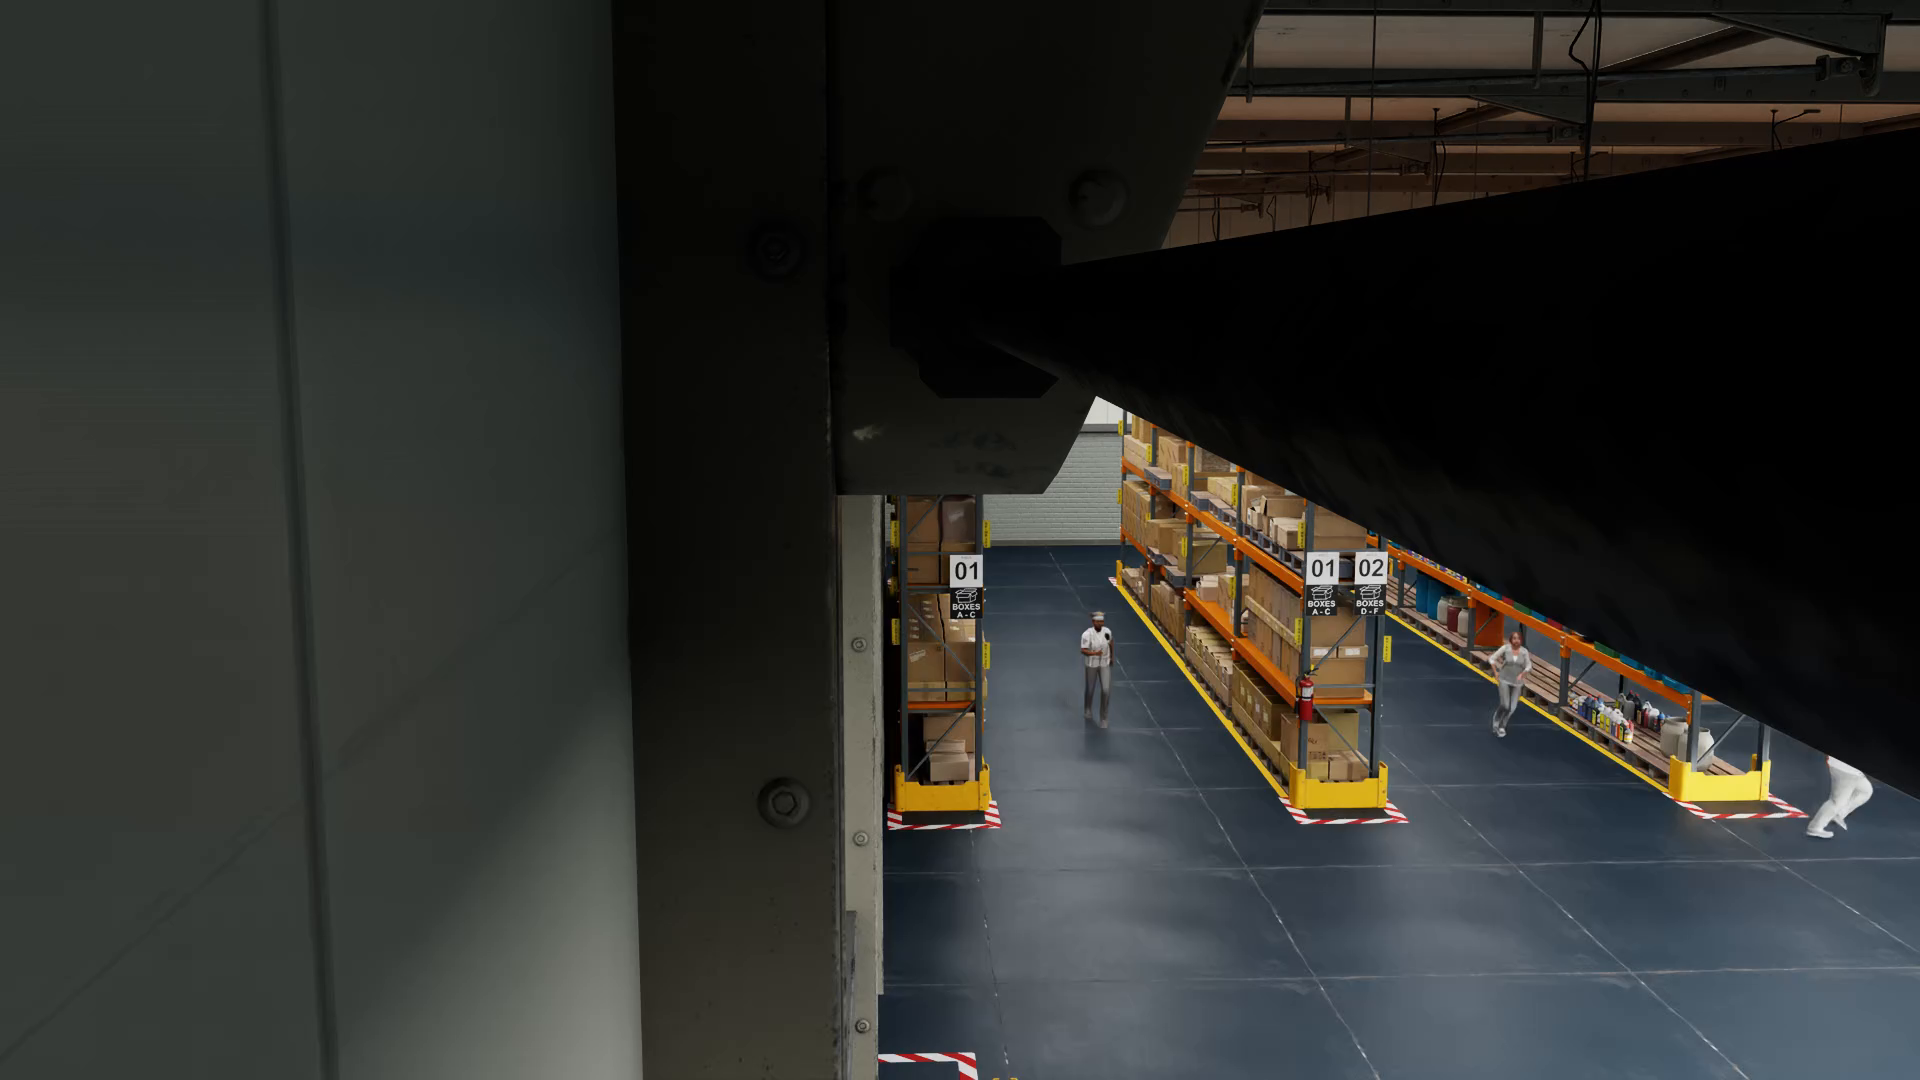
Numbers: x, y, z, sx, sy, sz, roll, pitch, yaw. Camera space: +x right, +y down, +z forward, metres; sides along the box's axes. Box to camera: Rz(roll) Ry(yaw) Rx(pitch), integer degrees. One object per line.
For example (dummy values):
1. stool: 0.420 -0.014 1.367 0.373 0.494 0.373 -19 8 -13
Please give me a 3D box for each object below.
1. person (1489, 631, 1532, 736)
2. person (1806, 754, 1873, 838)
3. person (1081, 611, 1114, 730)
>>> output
1. person: 7.885 2.061 23.789 0.570 1.556 0.496 1 8 5
2. person: 10.404 2.703 19.382 0.895 1.586 0.616 2 9 15
3. person: 2.025 1.891 24.534 0.546 1.750 0.847 -1 8 -8
